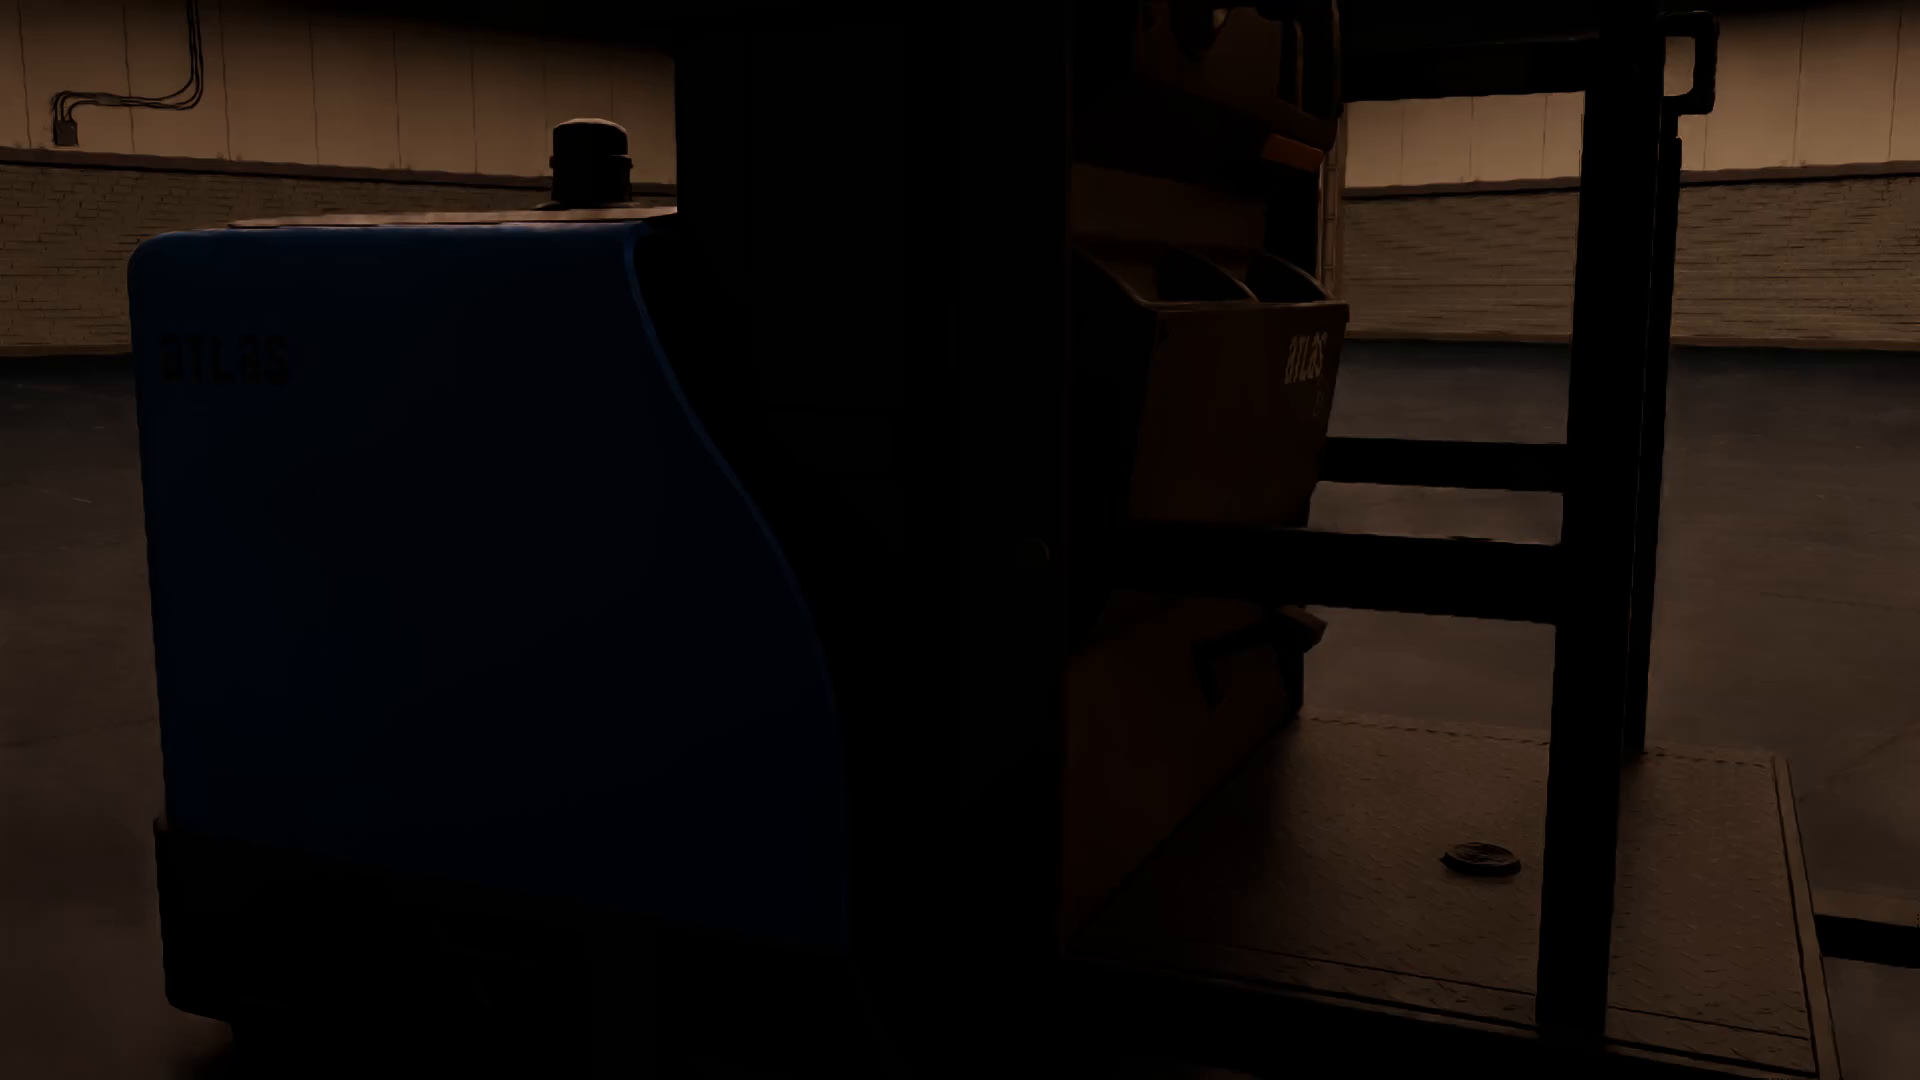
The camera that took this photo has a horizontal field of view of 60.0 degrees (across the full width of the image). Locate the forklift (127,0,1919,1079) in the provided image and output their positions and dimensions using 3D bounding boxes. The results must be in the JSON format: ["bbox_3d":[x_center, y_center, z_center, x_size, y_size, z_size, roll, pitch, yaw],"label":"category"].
[{"bbox_3d":[0.499,-0.751,1.858,3.031,2.935,1.130,4,9,24],"label":"forklift"}]
